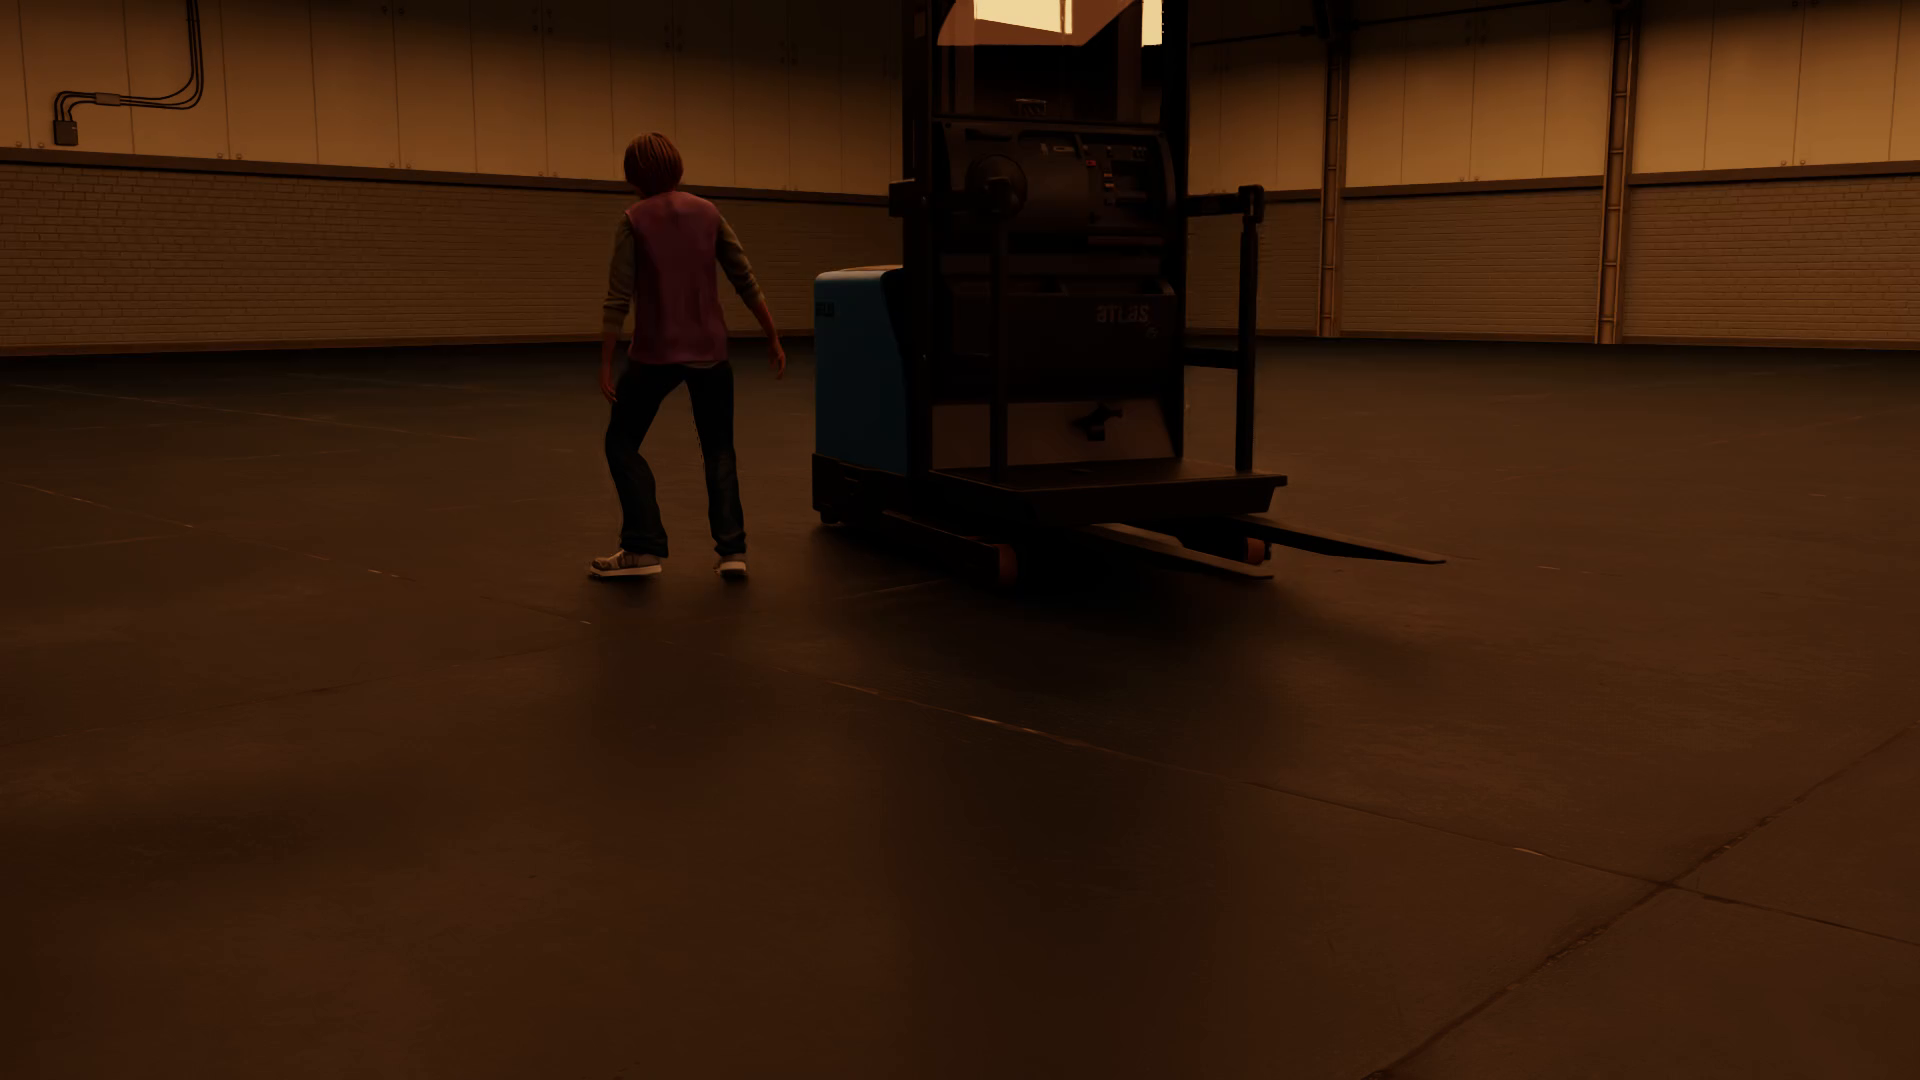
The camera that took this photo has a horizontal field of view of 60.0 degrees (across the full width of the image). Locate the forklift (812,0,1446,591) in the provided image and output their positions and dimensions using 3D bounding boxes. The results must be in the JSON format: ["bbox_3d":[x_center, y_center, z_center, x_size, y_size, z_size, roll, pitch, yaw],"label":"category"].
[{"bbox_3d":[0.459,-1.351,5.845,1.130,2.935,3.031,-4,9,-25],"label":"forklift"}]

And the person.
[{"bbox_3d":[-0.958,-0.627,5.839,0.707,1.565,0.366,-4,9,-23],"label":"person"}]
